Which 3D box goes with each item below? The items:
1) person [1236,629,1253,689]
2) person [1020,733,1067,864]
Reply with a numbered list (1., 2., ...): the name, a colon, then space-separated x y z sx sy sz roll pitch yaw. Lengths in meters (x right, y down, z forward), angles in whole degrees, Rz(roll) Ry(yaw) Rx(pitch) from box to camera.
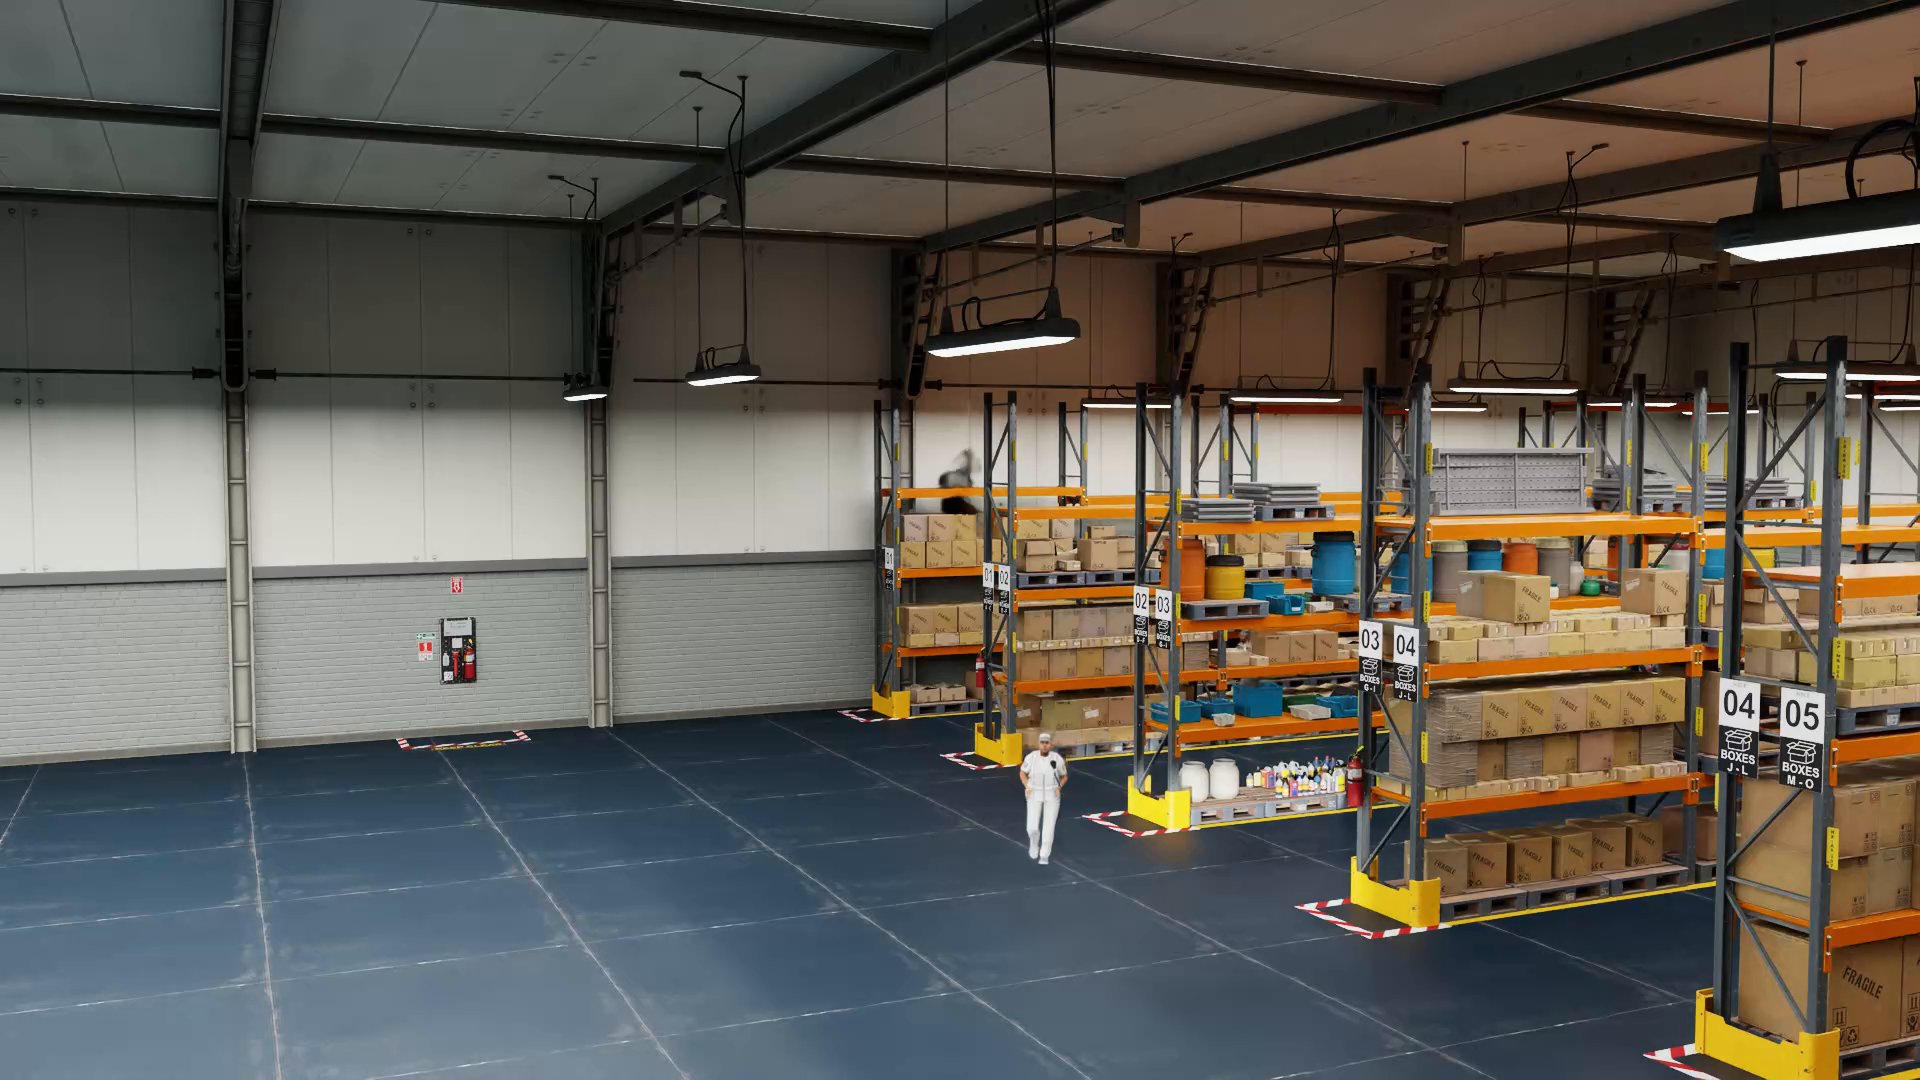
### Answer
1. person: 5.363 2.518 31.142 0.779 1.745 0.579 -2 4 -27
2. person: 1.022 3.165 20.328 0.580 1.620 0.533 0 3 3
